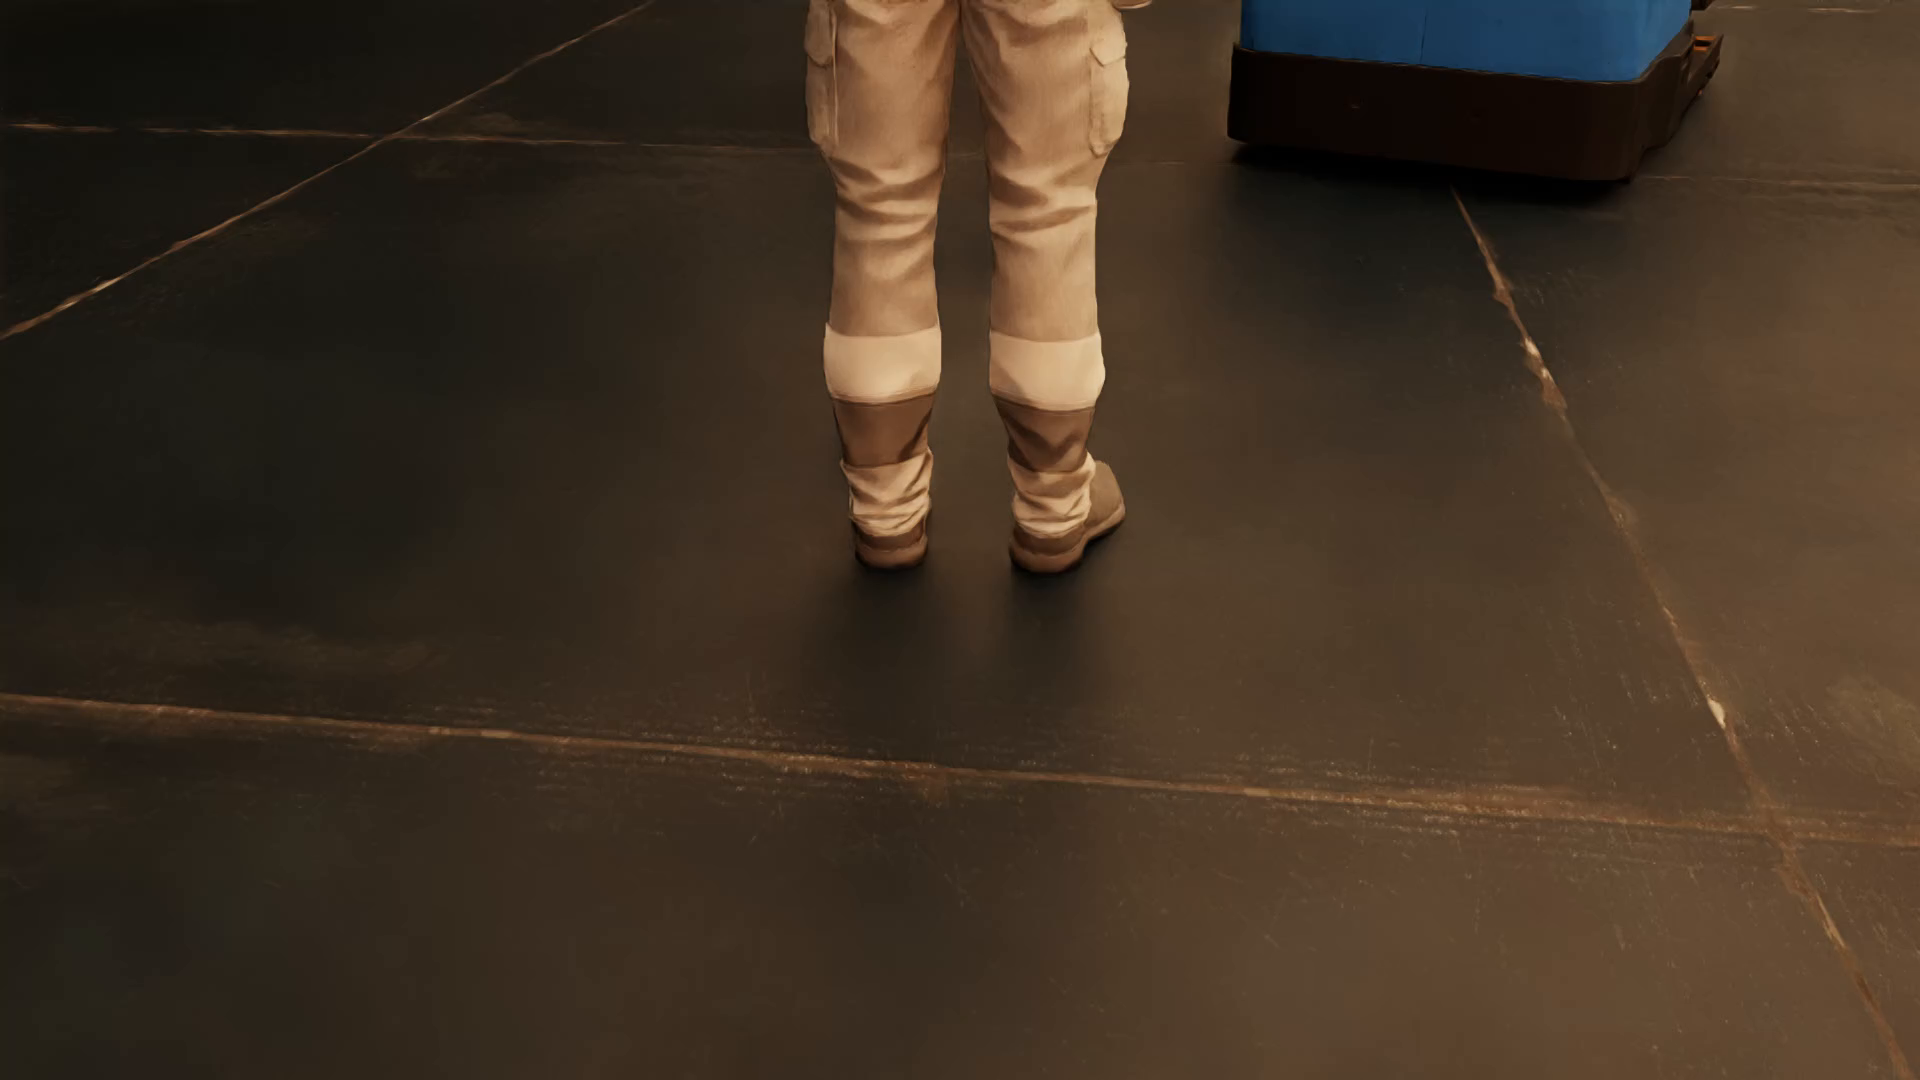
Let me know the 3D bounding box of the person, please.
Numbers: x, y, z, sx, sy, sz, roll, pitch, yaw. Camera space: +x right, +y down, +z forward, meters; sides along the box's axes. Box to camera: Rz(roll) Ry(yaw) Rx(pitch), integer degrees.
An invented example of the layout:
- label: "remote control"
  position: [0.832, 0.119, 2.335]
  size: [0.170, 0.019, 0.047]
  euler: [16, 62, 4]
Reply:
- label: "person"
  position: [0.002, -0.811, 2.119]
  size: [0.540, 1.795, 0.349]
  euler: [3, 27, 7]

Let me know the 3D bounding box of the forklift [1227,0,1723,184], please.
- label: "forklift"
  position: [1.874, -2.824, 4.878]
  size: [1.130, 2.935, 3.031]
  euler: [13, 29, 25]
